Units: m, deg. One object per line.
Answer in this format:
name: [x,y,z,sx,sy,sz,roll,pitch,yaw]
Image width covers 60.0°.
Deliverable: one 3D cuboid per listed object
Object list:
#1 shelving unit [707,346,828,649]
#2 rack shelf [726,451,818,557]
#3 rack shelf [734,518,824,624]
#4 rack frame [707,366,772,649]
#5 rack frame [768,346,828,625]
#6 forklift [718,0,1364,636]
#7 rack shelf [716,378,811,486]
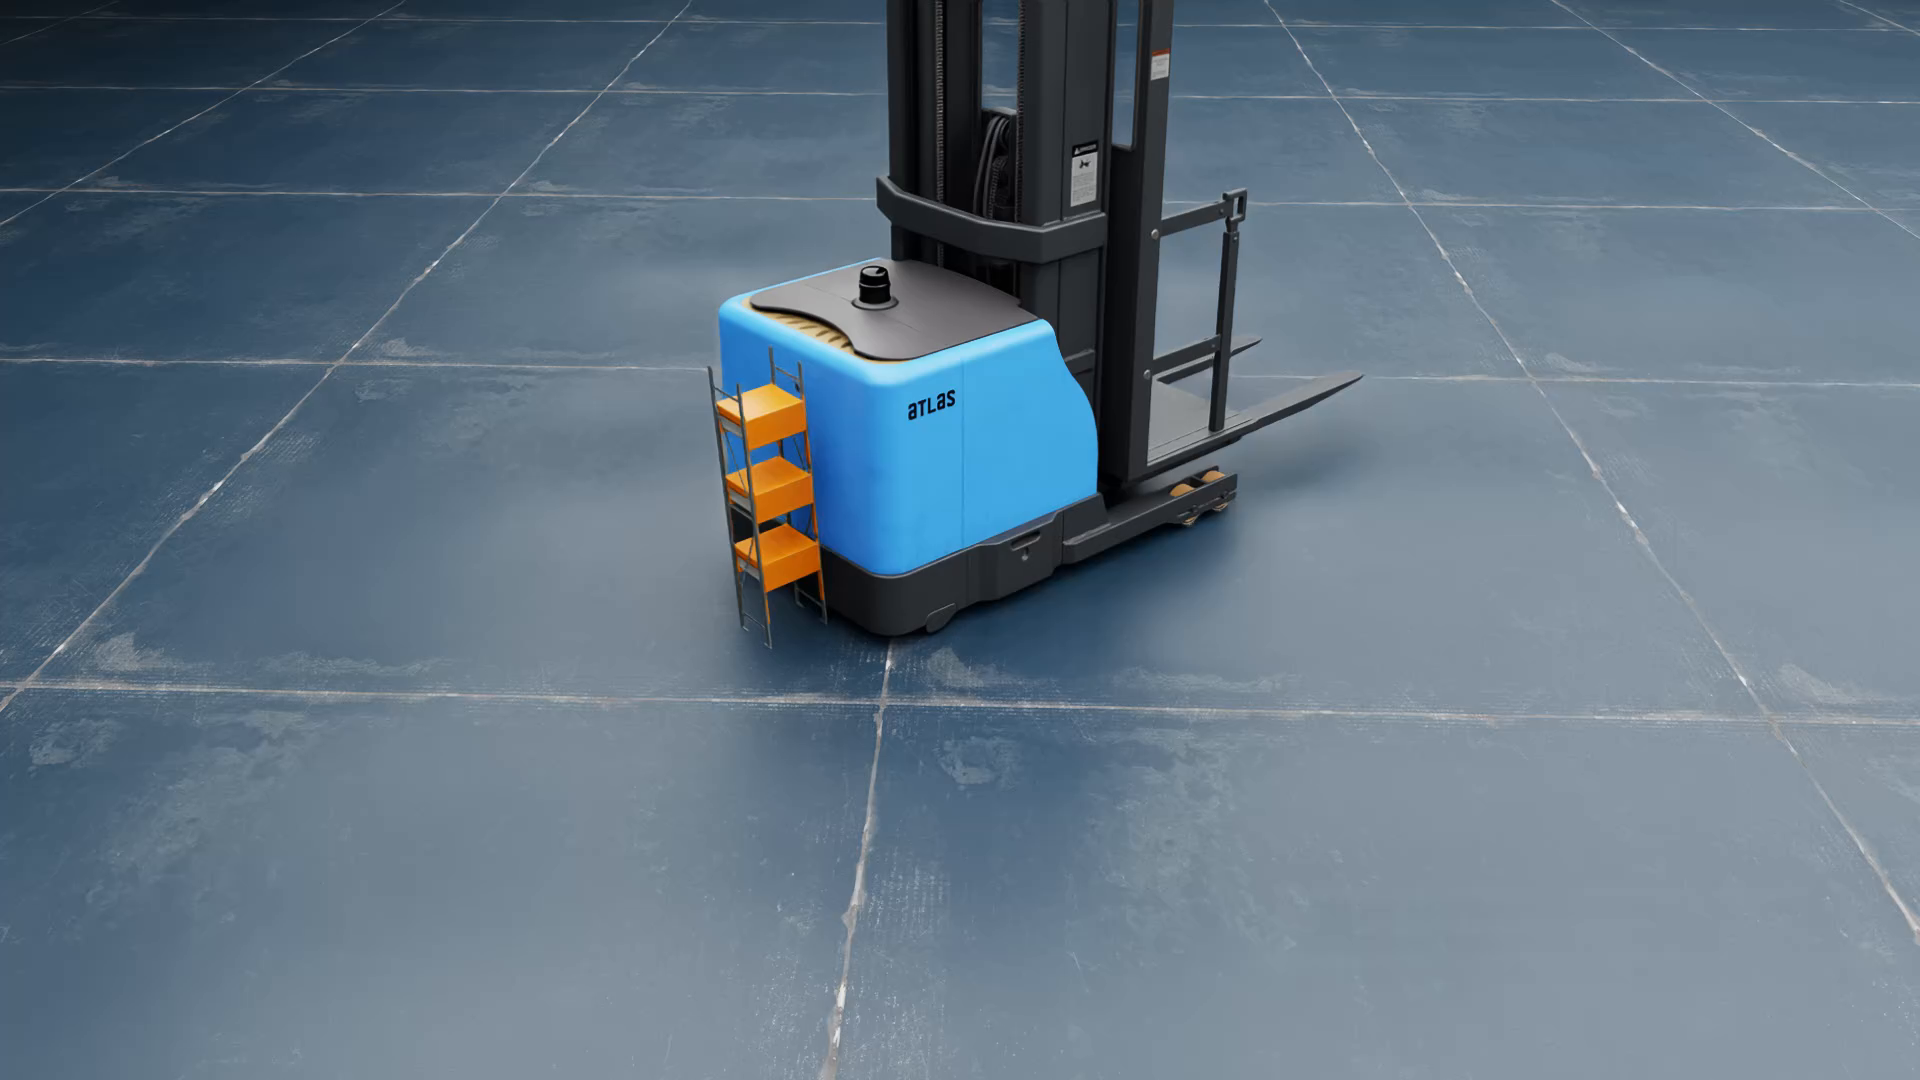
shelving unit: [-0.671,-0.139,5.878,0.252,1.050,0.215,-23,36,-32]
rack shelf: [-0.671,-0.130,5.883,0.240,0.259,0.215,-23,36,-32]
rack shelf: [-0.659,0.111,6.021,0.240,0.259,0.215,-23,36,-32]
rack frame: [-0.767,-0.097,5.814,0.008,1.050,0.200,-23,36,-32]
rack frame: [-0.576,-0.180,5.941,0.008,1.050,0.200,-23,36,-32]
forklift: [0.528,-1.521,6.490,3.031,2.935,1.130,-23,35,-36]
rack shelf: [-0.683,-0.375,5.742,0.240,0.259,0.215,-23,36,-32]
